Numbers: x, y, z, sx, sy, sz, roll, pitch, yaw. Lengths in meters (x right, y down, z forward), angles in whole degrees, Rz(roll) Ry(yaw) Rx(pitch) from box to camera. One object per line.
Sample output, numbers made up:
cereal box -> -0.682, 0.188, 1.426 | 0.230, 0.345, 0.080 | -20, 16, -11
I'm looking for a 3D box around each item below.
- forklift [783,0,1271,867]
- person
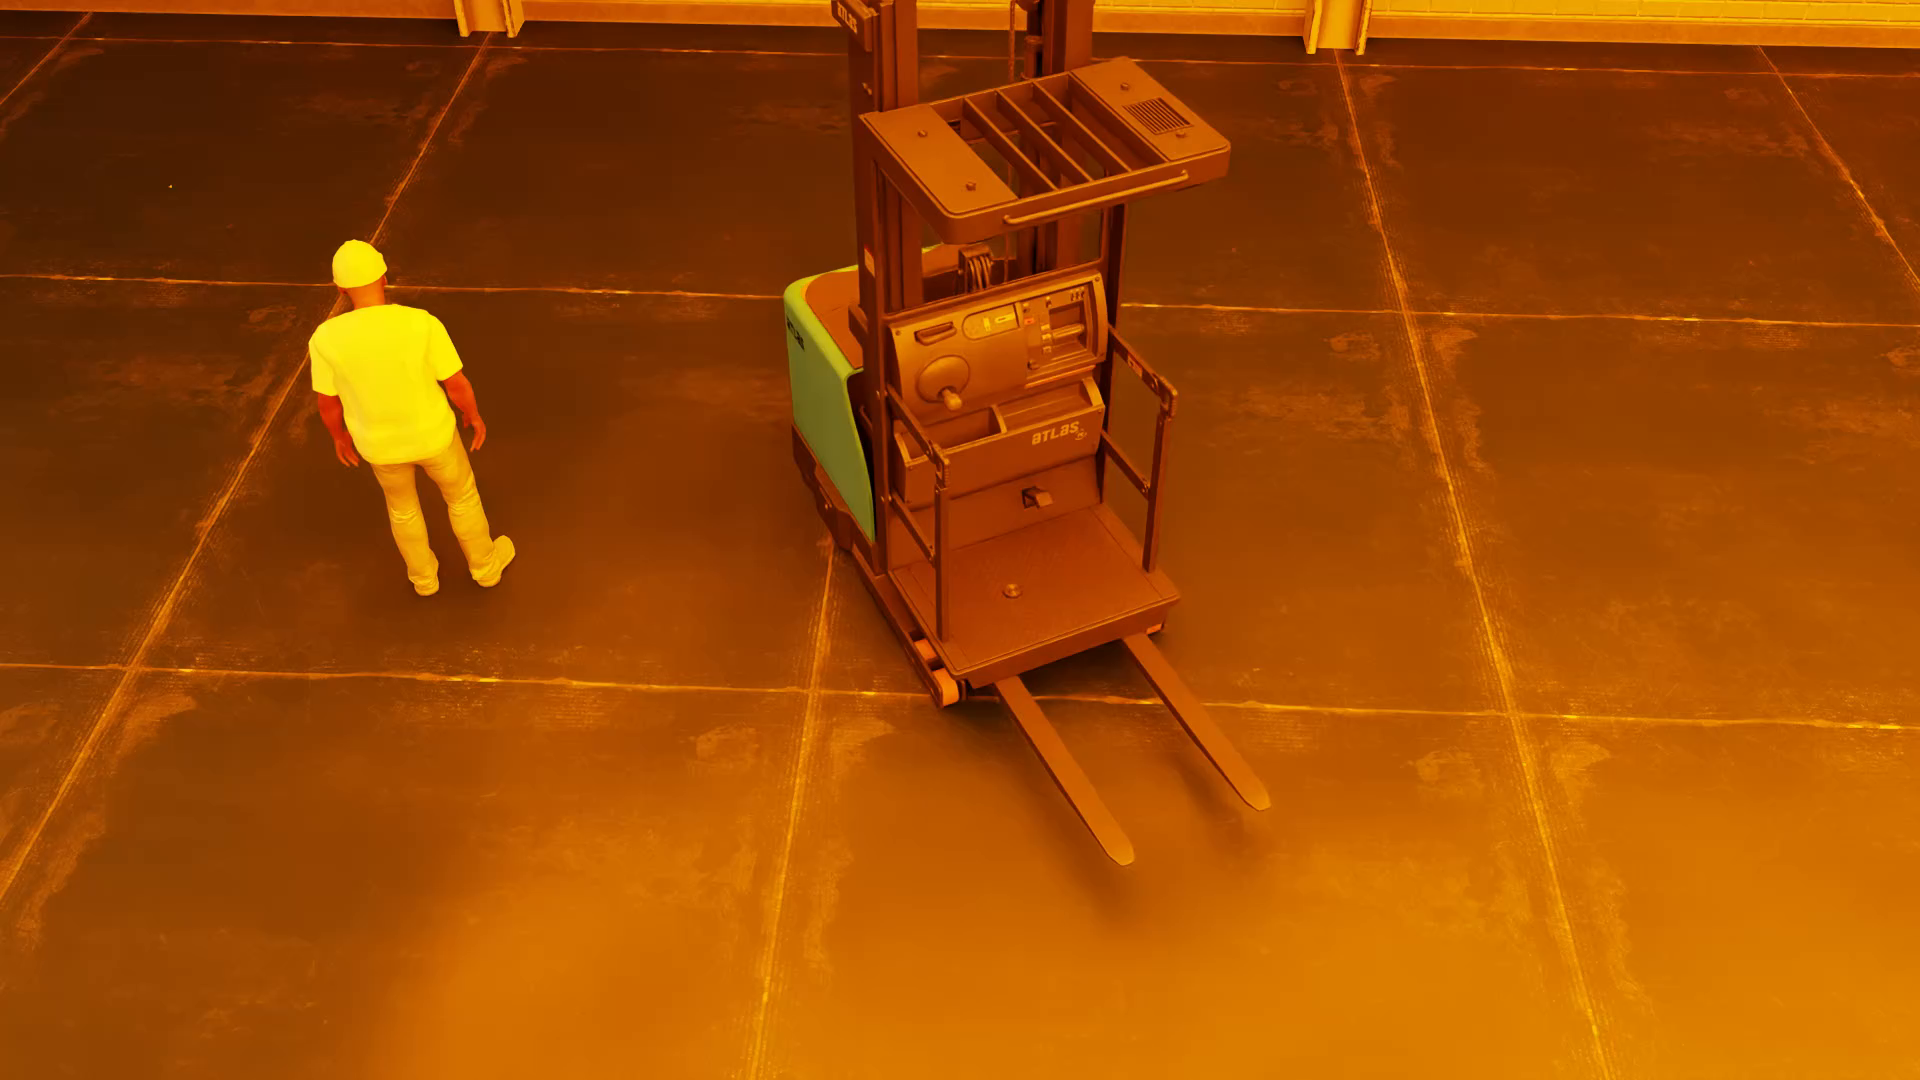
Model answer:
forklift -> 0.261, -0.710, 6.520 | 1.130, 2.935, 3.031 | -18, 45, -18
person -> -2.376, -0.484, 7.145 | 0.633, 1.759, 0.462 | -7, 43, -8
